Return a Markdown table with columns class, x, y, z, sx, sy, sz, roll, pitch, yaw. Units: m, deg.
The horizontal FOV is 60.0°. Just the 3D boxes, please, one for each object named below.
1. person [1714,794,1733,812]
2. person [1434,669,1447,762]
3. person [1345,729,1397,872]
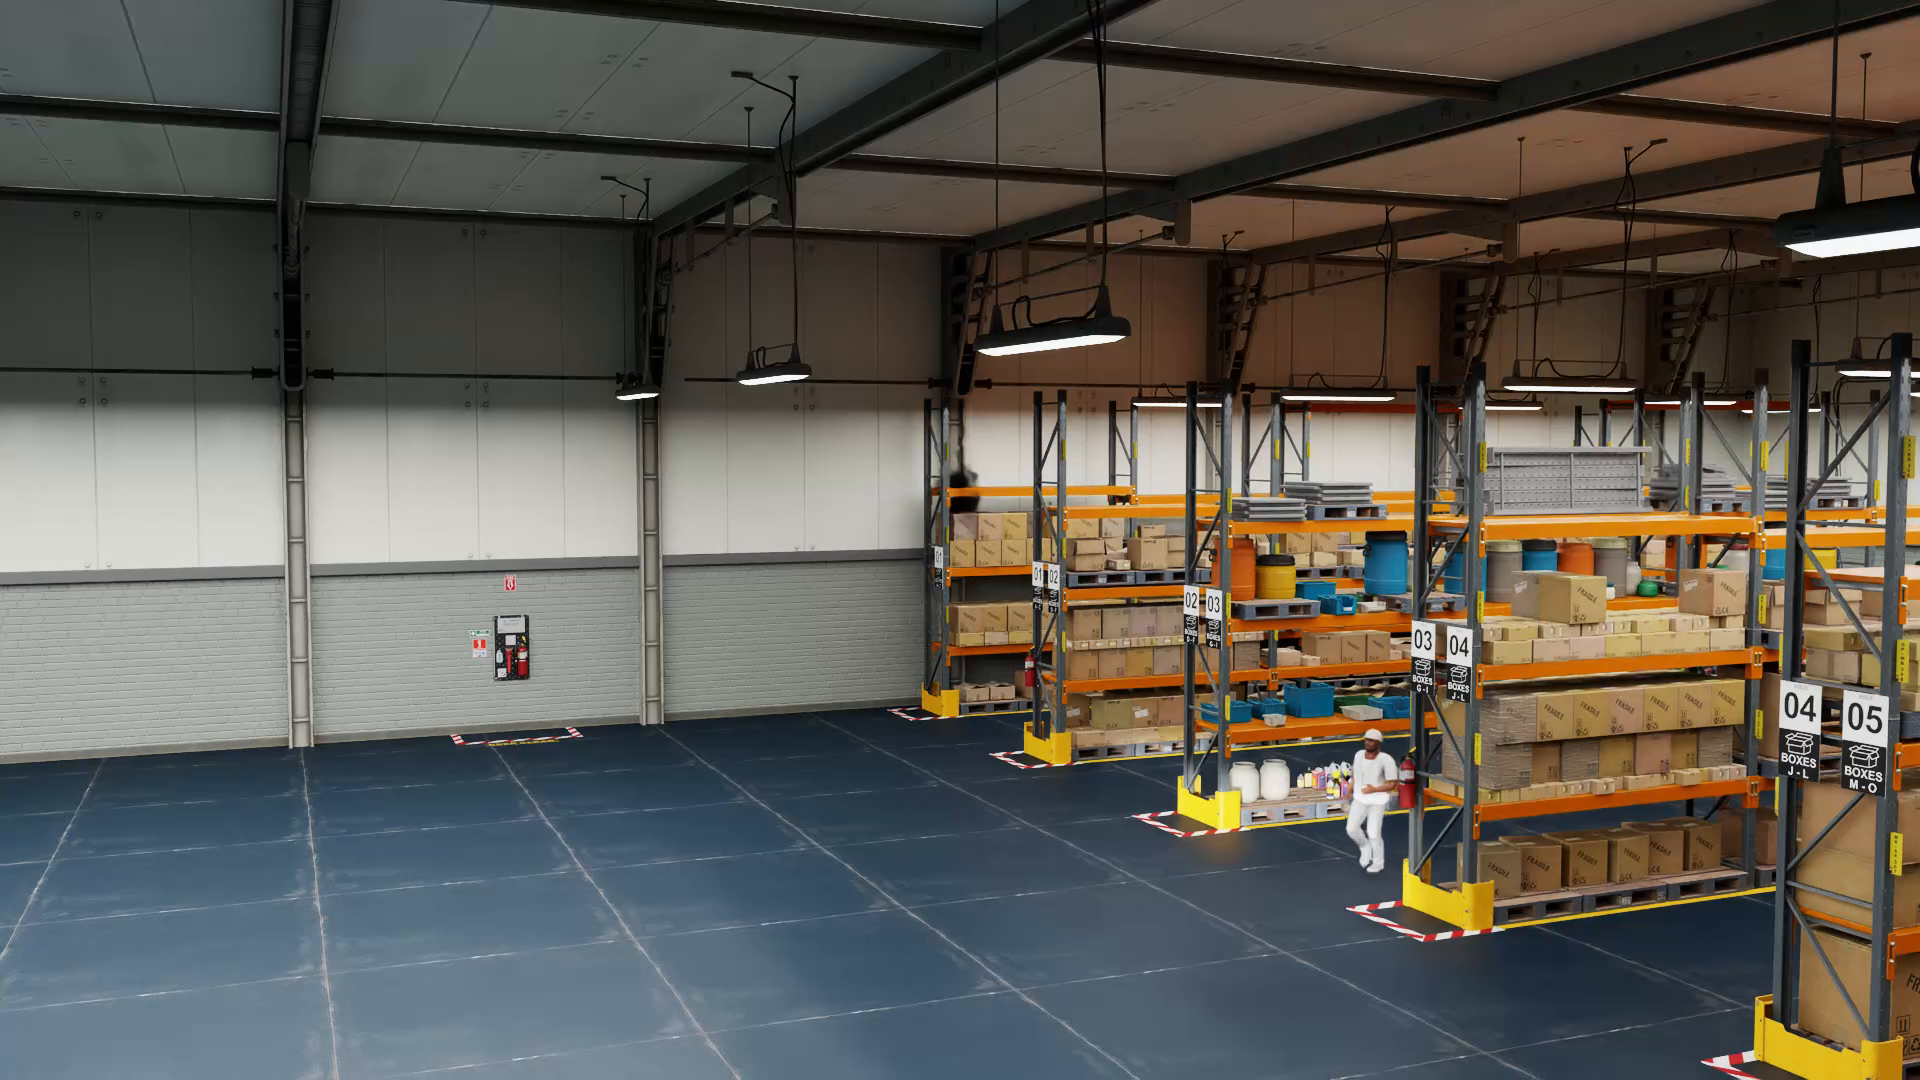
| class | x | y | z | sx | sy | sz | roll | pitch | yaw |
| --- | --- | --- | --- | --- | --- | --- | --- | --- | --- |
| person | 9.853 | 3.076 | 21.443 | 0.593 | 1.640 | 0.580 | -2 | 4 | -29 |
| person | 8.064 | 2.722 | 27.112 | 0.892 | 1.786 | 0.671 | -2 | 4 | -27 |
| person | 4.875 | 3.119 | 19.881 | 0.690 | 1.729 | 0.614 | 3 | 5 | 44 |
